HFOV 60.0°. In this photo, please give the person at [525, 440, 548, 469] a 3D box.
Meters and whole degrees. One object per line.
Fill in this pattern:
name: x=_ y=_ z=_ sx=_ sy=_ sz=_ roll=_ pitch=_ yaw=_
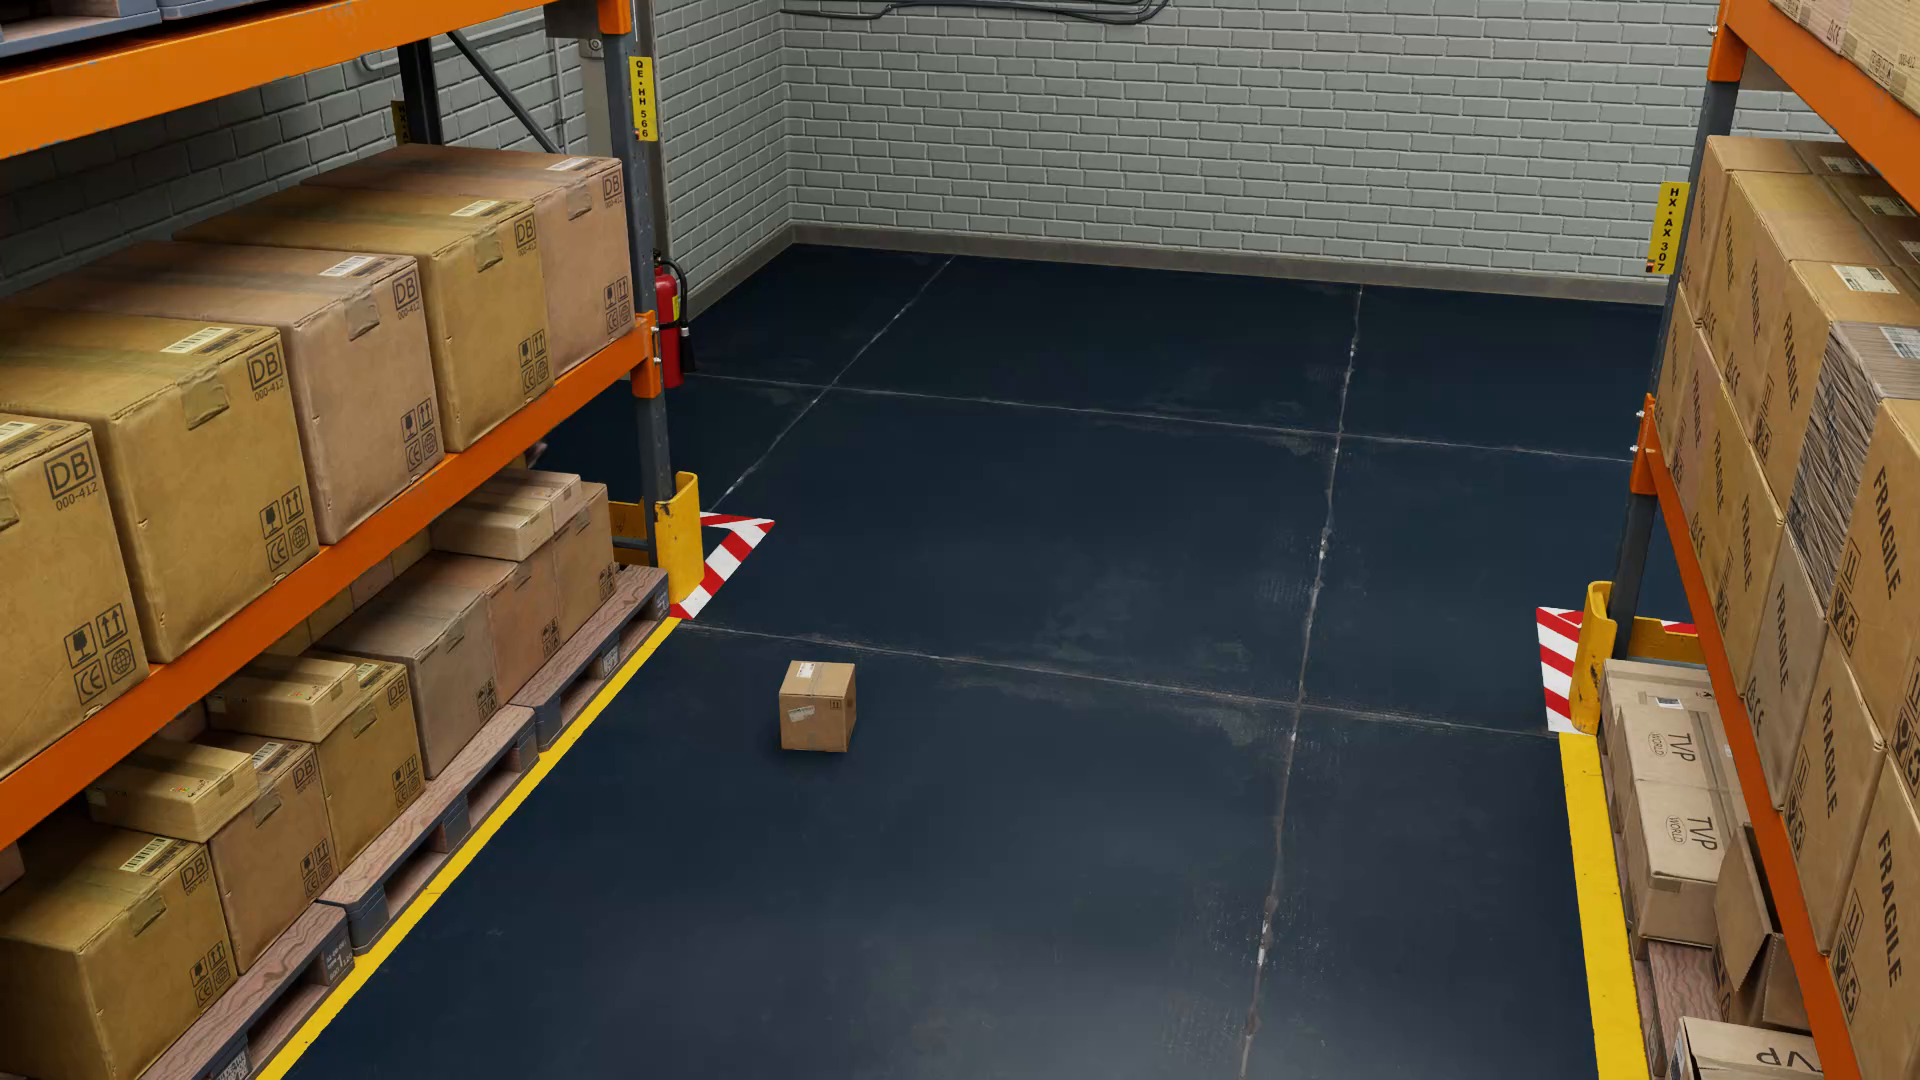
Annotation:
person: x=-2.388 y=-1.114 z=8.439 sx=0.631 sy=1.641 sz=0.469 roll=8 pitch=27 yaw=16
